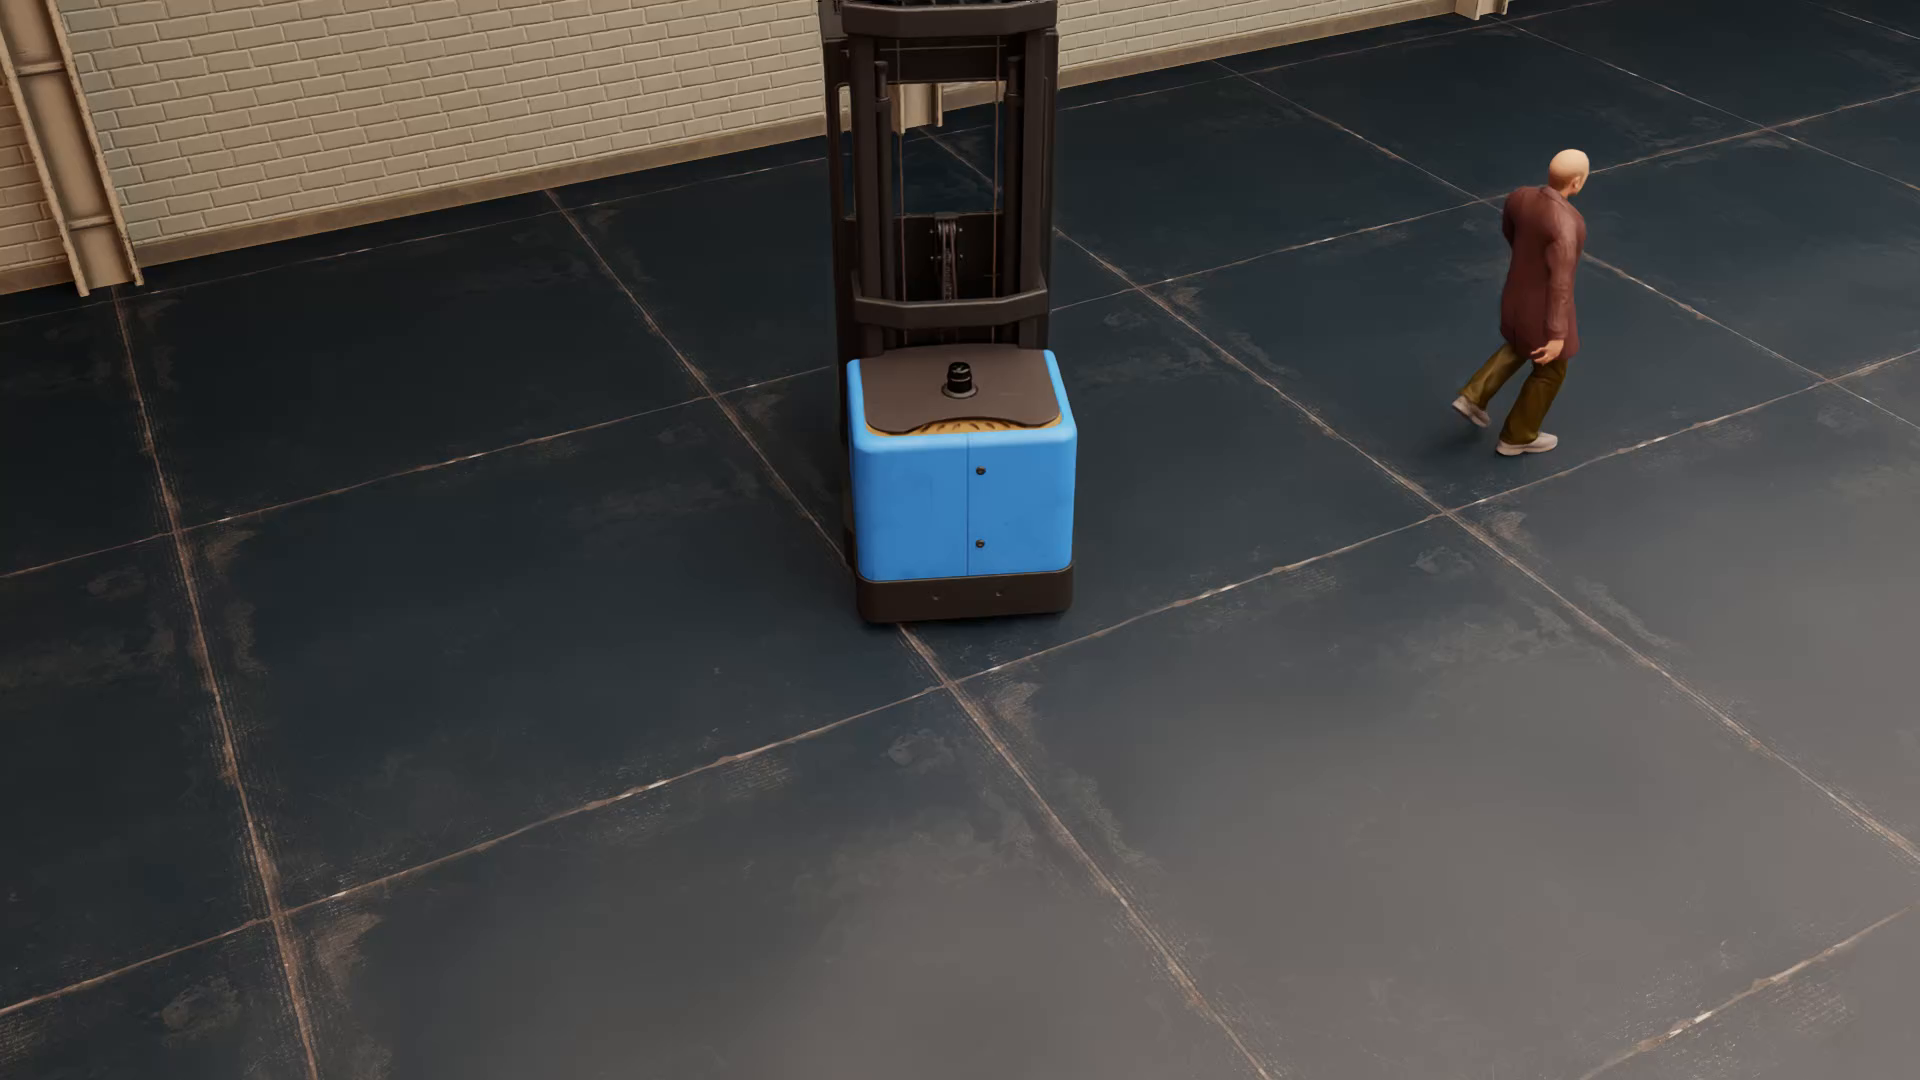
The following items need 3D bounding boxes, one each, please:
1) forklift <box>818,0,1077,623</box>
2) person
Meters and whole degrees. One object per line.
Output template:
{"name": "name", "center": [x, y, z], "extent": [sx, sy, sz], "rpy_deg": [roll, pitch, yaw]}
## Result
{"name": "forklift", "center": [-0.114, -1.634, 8.434], "extent": [1.130, 2.935, 3.031], "rpy_deg": [-3, 35, -5]}
{"name": "person", "center": [3.066, -1.253, 8.914], "extent": [0.597, 1.760, 0.826], "rpy_deg": [-12, 37, -16]}
